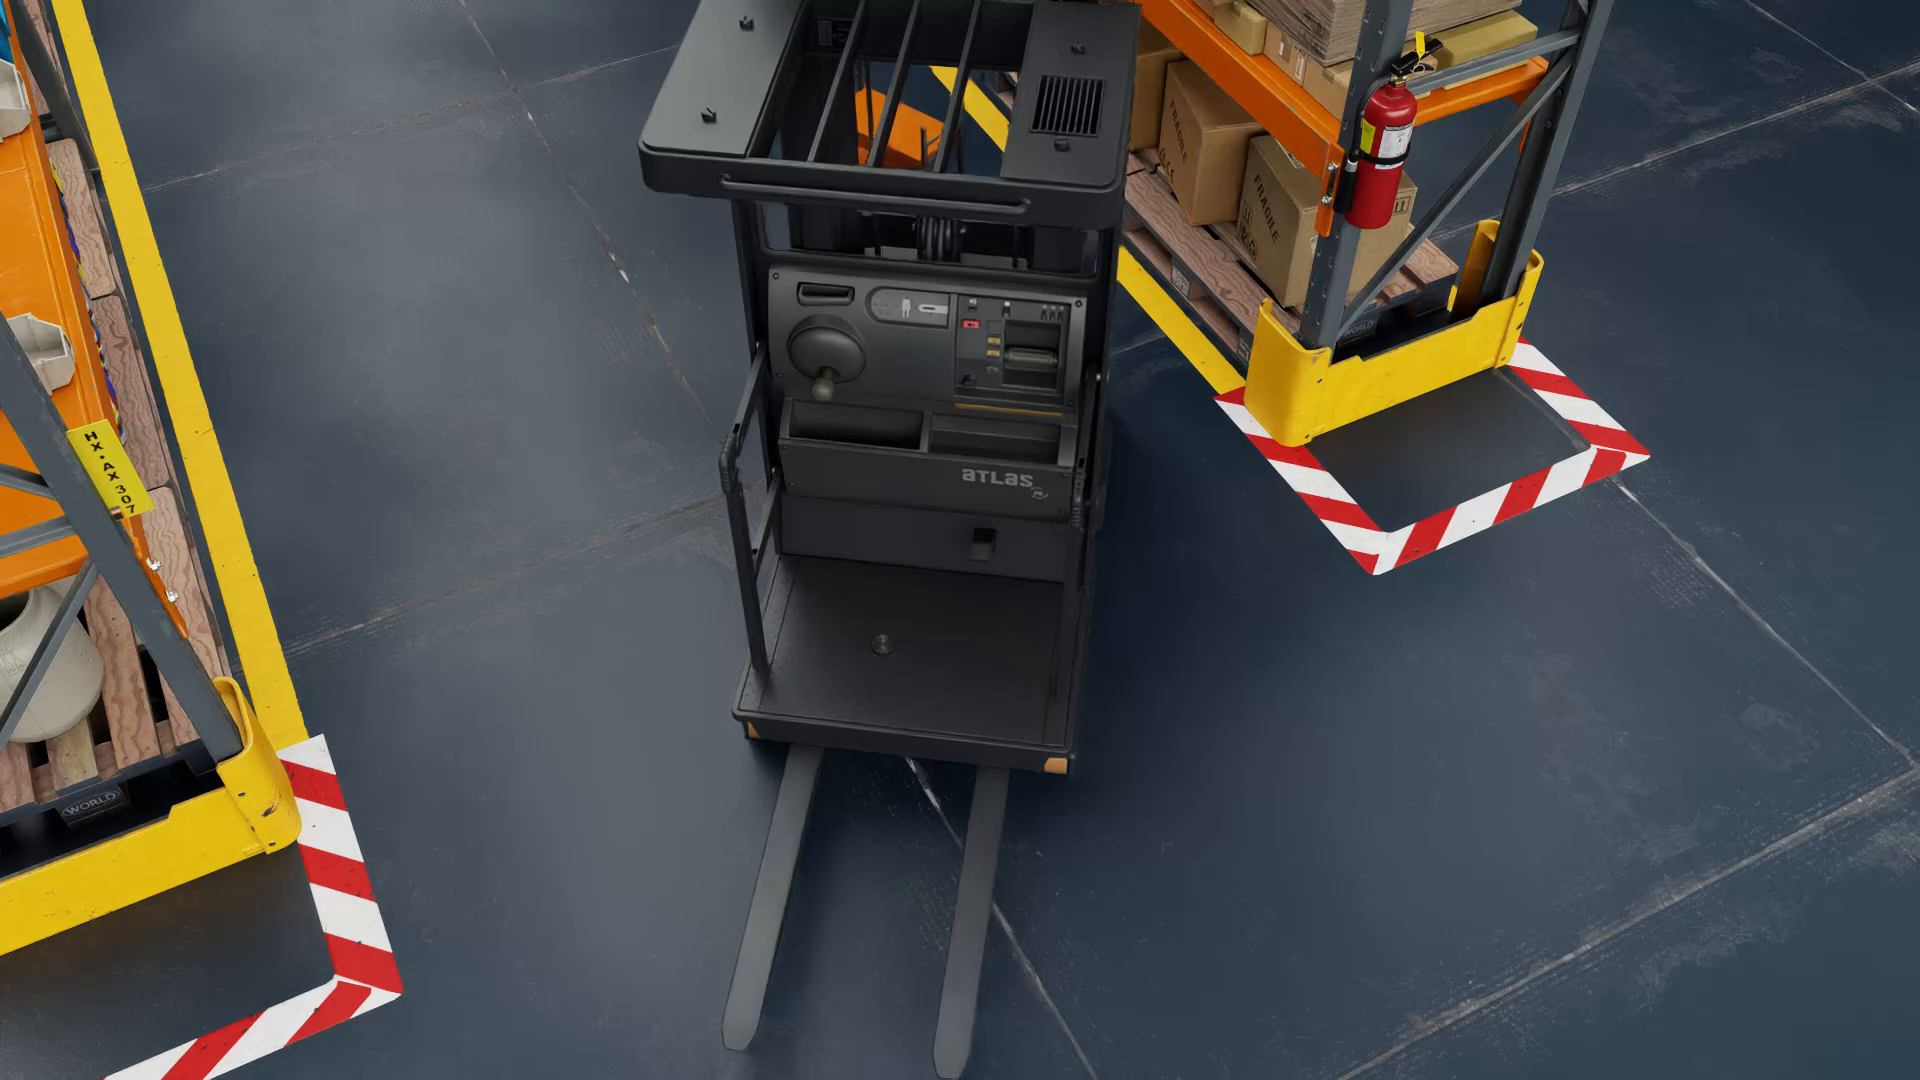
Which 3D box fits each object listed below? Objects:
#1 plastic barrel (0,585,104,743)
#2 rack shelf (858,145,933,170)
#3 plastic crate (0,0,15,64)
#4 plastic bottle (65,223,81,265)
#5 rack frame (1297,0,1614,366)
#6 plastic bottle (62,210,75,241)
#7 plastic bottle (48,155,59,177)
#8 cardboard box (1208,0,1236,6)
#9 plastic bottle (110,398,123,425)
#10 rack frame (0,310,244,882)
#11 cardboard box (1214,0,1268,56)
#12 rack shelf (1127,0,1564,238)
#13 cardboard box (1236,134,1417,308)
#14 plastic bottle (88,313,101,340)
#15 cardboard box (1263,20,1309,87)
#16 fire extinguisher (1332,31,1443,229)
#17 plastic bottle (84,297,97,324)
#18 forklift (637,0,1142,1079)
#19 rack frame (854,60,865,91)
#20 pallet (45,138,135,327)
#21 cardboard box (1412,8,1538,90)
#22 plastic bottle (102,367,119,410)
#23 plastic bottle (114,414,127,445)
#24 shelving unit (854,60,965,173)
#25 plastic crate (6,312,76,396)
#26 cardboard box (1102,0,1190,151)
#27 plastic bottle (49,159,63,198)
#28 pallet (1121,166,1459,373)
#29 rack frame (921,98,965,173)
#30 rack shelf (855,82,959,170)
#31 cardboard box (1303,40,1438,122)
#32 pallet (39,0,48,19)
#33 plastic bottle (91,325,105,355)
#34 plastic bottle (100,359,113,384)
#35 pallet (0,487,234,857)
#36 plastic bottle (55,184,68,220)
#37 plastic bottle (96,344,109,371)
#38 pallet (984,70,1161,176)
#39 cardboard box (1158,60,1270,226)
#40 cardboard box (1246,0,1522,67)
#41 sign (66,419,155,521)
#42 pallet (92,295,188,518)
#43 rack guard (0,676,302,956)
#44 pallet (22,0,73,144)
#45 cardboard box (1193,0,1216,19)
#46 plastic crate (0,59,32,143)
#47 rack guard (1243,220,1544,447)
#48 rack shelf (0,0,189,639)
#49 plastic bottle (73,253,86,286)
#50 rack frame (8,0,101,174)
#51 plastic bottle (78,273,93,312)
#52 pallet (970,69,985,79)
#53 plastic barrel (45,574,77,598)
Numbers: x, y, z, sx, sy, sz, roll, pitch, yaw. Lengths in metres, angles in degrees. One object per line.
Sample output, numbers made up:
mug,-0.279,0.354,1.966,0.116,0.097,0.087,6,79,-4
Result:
plastic barrel,-3.016,0.370,5.308,0.421,0.512,0.421,0,49,0
rack shelf,-0.253,-1.365,6.439,0.480,0.148,0.258,31,55,24
plastic crate,-3.729,-1.878,5.998,0.499,0.251,0.616,-21,52,-18
plastic bottle,-3.727,-1.270,6.880,0.061,0.283,0.133,-18,51,-15
rack frame,1.757,-1.603,5.659,1.000,3.000,0.127,-21,52,-18
plastic bottle,-3.839,-1.387,6.937,0.144,0.351,0.185,-24,53,-19
plastic bottle,-4.034,-1.662,7.278,0.097,0.201,0.097,0,49,0
cardboard box,1.194,-2.405,6.096,0.875,0.500,0.500,-21,52,-18
plastic bottle,-3.247,-0.511,6.271,0.097,0.201,0.097,0,49,0
rack frame,-2.647,0.103,4.167,1.000,3.000,0.127,-21,52,-18
cardboard box,1.169,-1.957,6.136,0.380,0.149,0.250,-21,52,-18
rack shelf,0.842,-2.705,7.101,1.077,0.370,4.000,-21,52,-18
cardboard box,1.486,-1.342,6.813,0.500,0.500,0.500,-13,50,-11
plastic bottle,-3.495,-0.896,6.561,0.097,0.271,0.097,0,49,0
cardboard box,1.329,-1.807,6.005,0.380,0.149,0.250,-21,52,-18
fire extinguisher,1.400,-1.342,5.482,0.296,0.674,0.183,-21,52,-18
plastic bottle,-3.541,-0.941,6.647,0.097,0.201,0.097,0,49,0
forklift,-0.128,-0.475,4.719,1.130,2.935,3.031,6,49,5
rack frame,-0.445,-1.375,6.655,0.015,1.200,0.240,31,55,24
pallet,-4.207,-1.192,7.152,1.003,0.211,1.213,-21,52,-18
cardboard box,1.839,-1.793,5.992,0.380,0.149,0.250,-21,52,-18
plastic bottle,-3.287,-0.626,6.317,0.061,0.283,0.133,-20,52,-17
plastic bottle,-3.199,-0.464,6.184,0.097,0.271,0.097,0,49,0
shelving unit,-0.253,-1.262,6.556,0.503,1.200,0.258,31,55,24
plastic crate,-2.770,-0.520,4.887,0.298,0.136,0.250,-21,52,-18
cardboard box,0.913,-2.156,7.524,0.500,0.500,0.500,-17,51,-14
plastic bottle,-3.964,-1.616,7.183,0.061,0.283,0.133,-19,51,-16
pallet,1.382,-1.292,7.239,1.003,0.211,1.213,-21,52,-18
rack frame,-0.061,-1.148,6.457,0.015,1.200,0.240,31,55,24
rack shelf,-0.253,-1.520,6.261,0.480,0.148,0.258,31,55,24
cardboard box,1.443,-1.640,5.858,0.380,0.149,0.250,-21,52,-18
pallet,-5.433,-2.986,8.721,1.003,0.211,1.213,-21,52,-18
plastic bottle,-3.447,-0.804,6.527,0.097,0.201,0.097,0,49,0
plastic bottle,-3.356,-0.694,6.384,0.097,0.271,0.097,0,49,0
pallet,-3.091,0.441,5.724,1.003,0.211,1.213,-21,52,-18
plastic bottle,-3.926,-1.515,7.050,0.144,0.351,0.185,-22,53,-18
plastic bottle,-3.402,-0.761,6.443,0.097,0.271,0.097,0,49,0
pallet,0.828,-2.107,7.953,1.003,0.211,1.213,-21,52,-18
cardboard box,1.182,-1.730,7.152,0.500,0.500,0.500,-9,49,-8
cardboard box,1.530,-2.111,5.840,0.875,0.500,0.500,-21,52,-18
sign,-2.156,-0.175,4.226,0.100,0.325,0.005,-21,52,-18
pallet,-3.645,-0.375,6.437,1.003,0.211,1.213,-21,52,-18
rack guard,-2.724,0.891,5.138,1.175,0.500,0.348,-21,52,-18
pallet,-4.871,-2.168,8.006,1.003,0.211,1.213,-21,52,-18
cardboard box,1.068,-2.130,6.287,0.380,0.149,0.250,-21,52,-18
plastic crate,-3.509,-1.488,5.734,0.530,0.136,0.437,-21,52,-18
rack guard,1.722,-0.831,6.644,1.175,0.500,0.348,-21,52,-18
rack shelf,-3.562,-0.999,5.609,1.077,0.370,4.000,-21,52,-18
plastic bottle,-3.691,-1.170,6.748,0.144,0.351,0.185,-21,52,-18
rack frame,-4.477,-2.574,6.509,1.000,3.000,0.127,-21,52,-18
plastic bottle,-3.620,-1.036,6.680,0.152,0.276,0.135,-20,52,-17
pallet,0.265,-2.925,8.668,1.003,0.211,1.213,-21,52,-18
plastic barrel,-3.245,0.034,5.601,0.421,0.512,0.421,0,49,0
